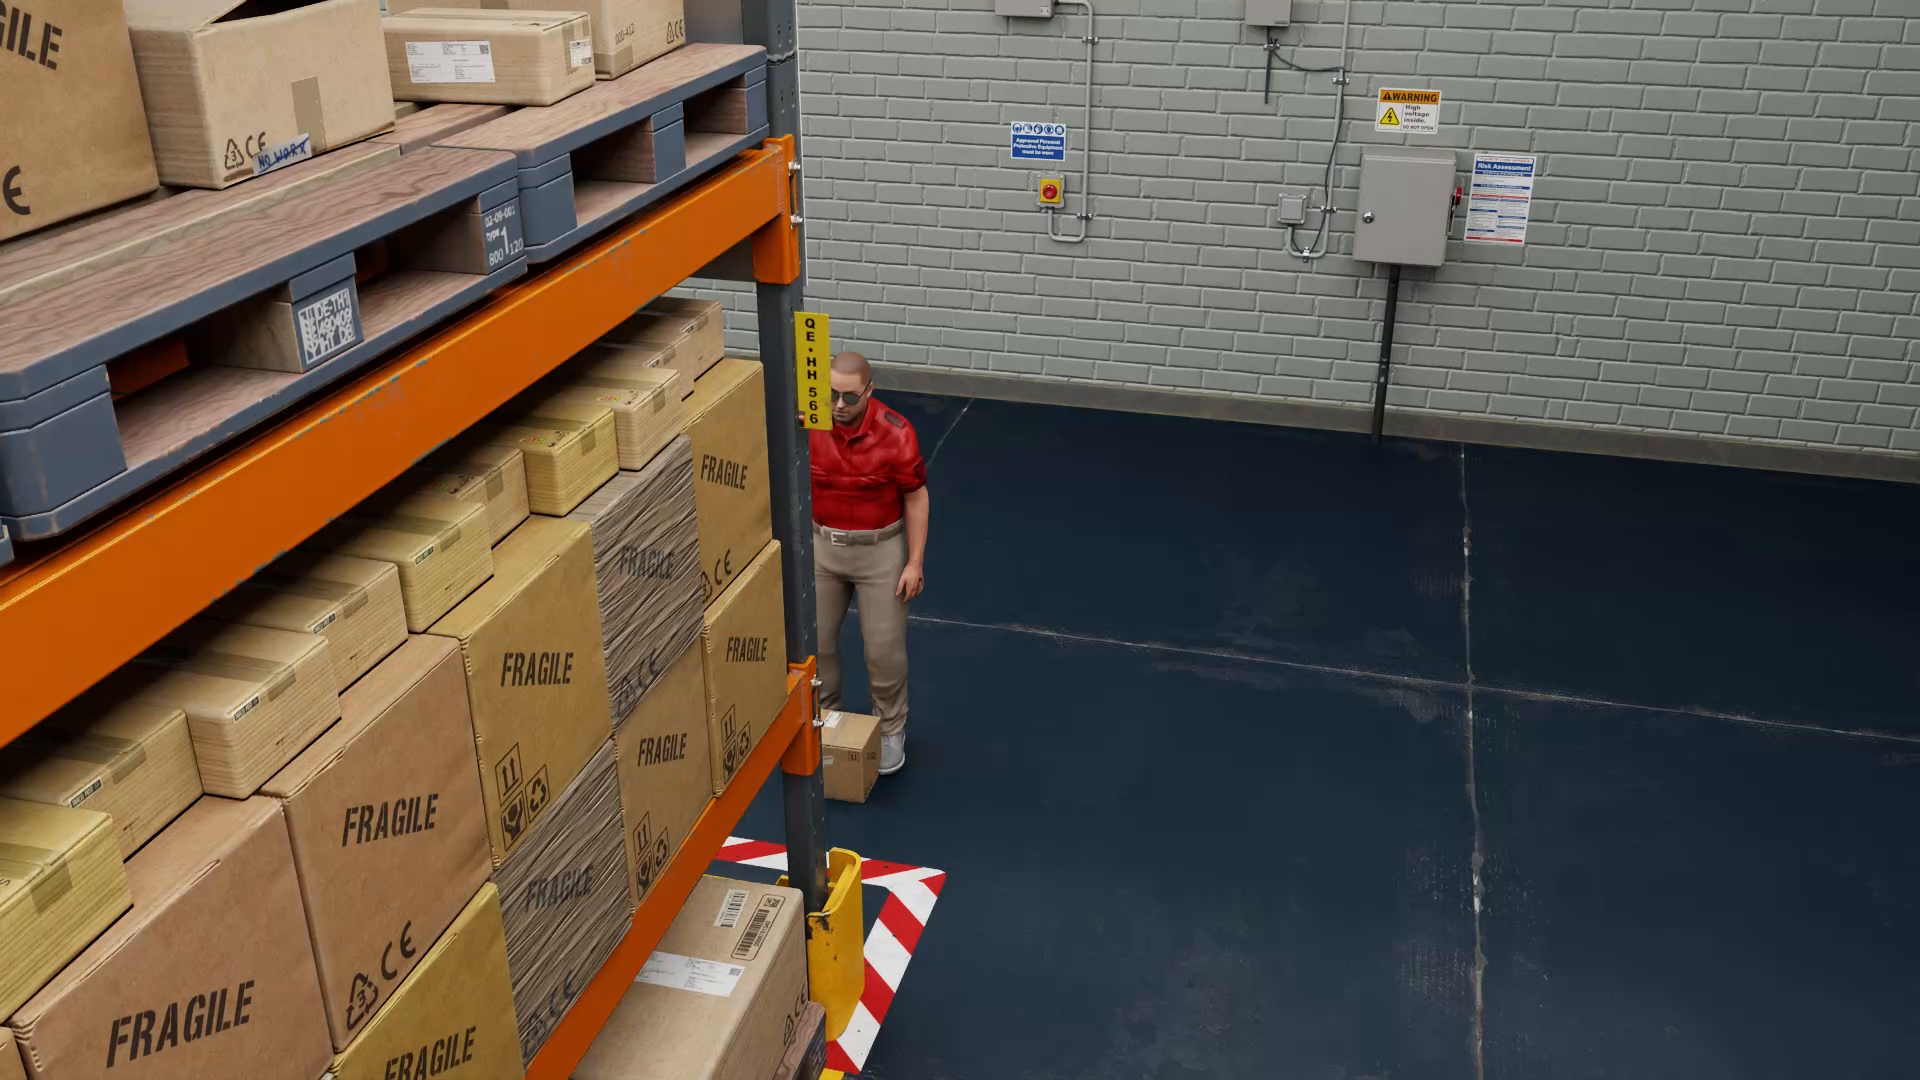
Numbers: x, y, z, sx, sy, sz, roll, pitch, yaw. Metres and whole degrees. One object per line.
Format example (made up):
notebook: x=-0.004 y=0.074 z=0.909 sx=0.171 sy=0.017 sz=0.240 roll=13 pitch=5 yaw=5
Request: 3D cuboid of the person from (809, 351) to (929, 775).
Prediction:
person: x=-0.414 y=0.076 z=6.464 sx=0.585 sy=1.726 sz=0.396 roll=6 pitch=26 yaw=13
